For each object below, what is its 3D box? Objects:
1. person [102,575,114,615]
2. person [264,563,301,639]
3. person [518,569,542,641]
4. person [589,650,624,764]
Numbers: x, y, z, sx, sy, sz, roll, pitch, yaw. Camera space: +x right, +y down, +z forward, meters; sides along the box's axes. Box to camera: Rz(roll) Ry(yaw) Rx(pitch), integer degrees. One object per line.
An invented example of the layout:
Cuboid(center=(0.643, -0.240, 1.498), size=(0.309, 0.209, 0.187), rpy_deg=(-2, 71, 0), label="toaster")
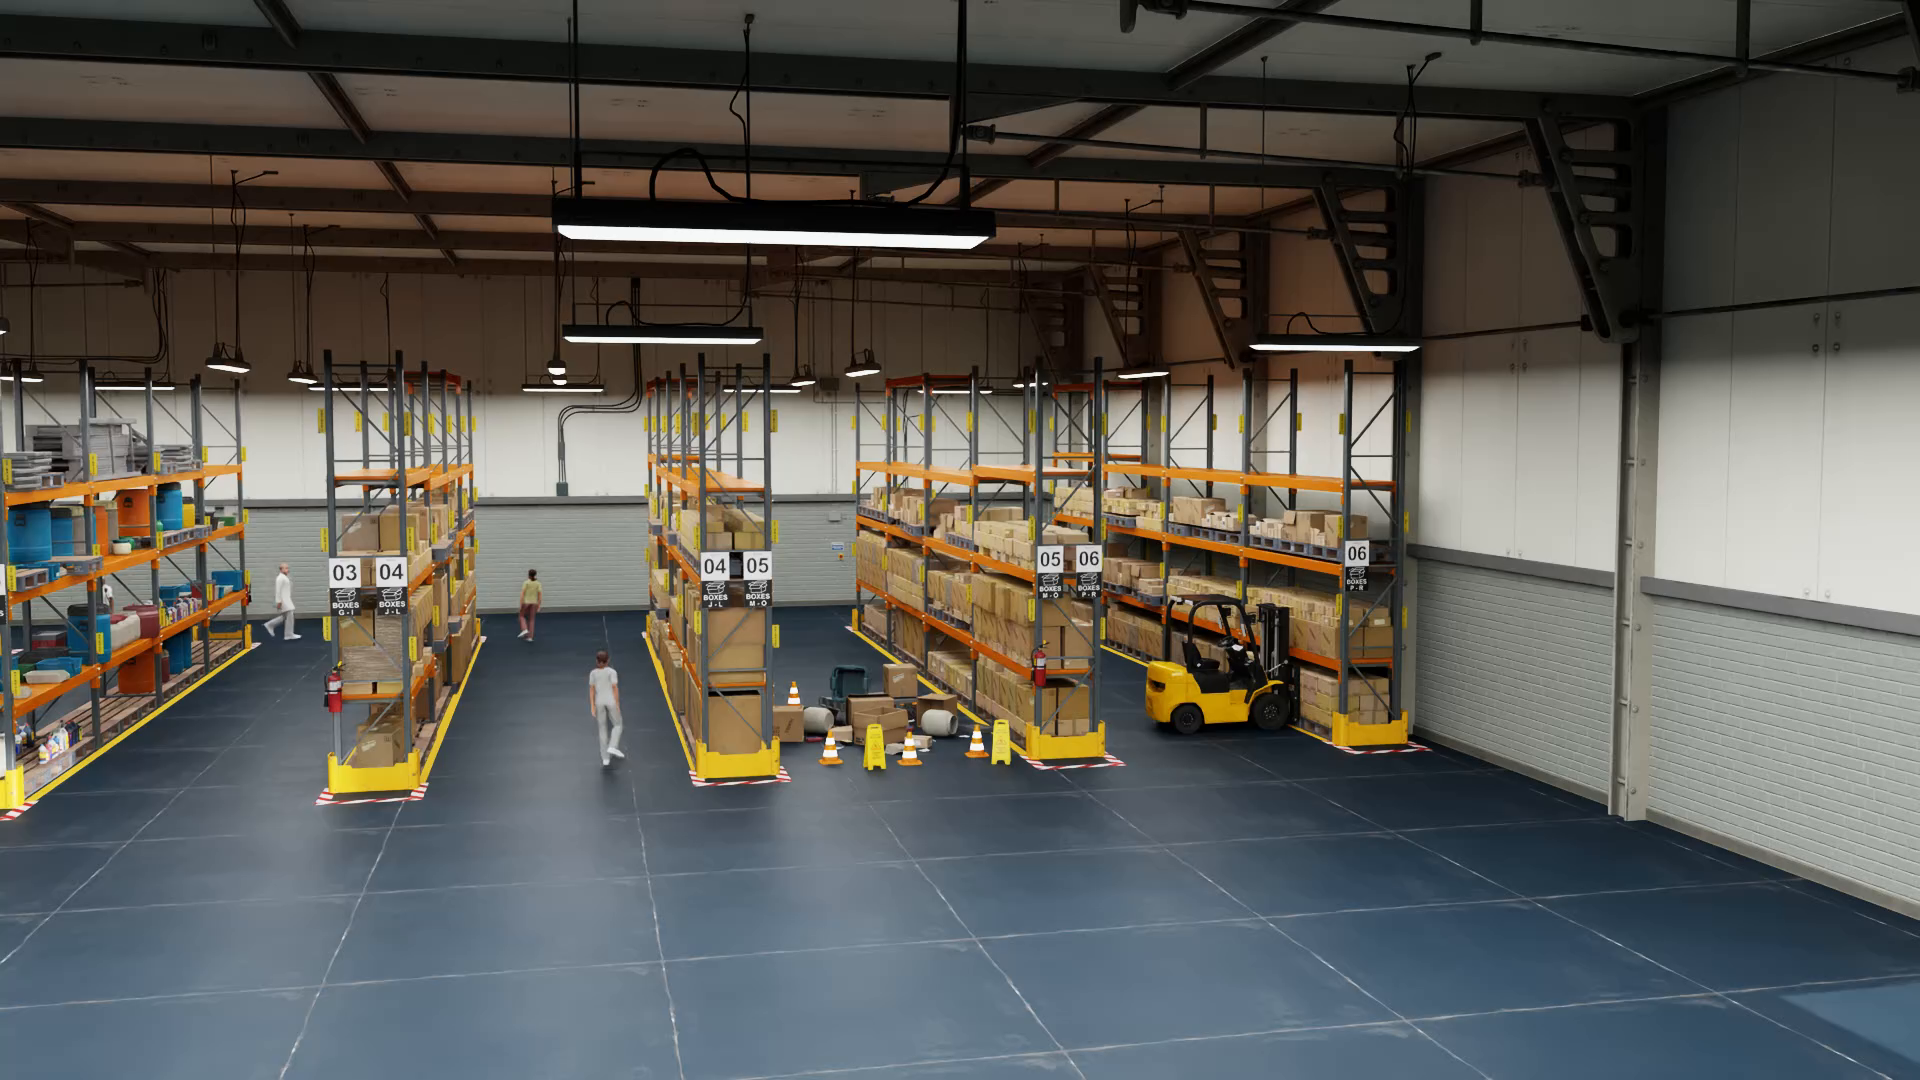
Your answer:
Cuboid(center=(-19.379, 1.568, 37.548), size=(0.501, 1.615, 1.063), rpy_deg=(-2, 4, -23), label="person")
Cuboid(center=(-15.756, 1.422, 38.617), size=(0.832, 1.757, 0.553), rpy_deg=(-1, 4, -16), label="person")
Cuboid(center=(-9.914, 1.499, 38.293), size=(0.573, 1.670, 0.465), rpy_deg=(-1, 4, -20), label="person")
Cuboid(center=(-5.217, 2.460, 24.519), size=(0.508, 1.661, 0.472), rpy_deg=(0, 4, -4), label="person")
